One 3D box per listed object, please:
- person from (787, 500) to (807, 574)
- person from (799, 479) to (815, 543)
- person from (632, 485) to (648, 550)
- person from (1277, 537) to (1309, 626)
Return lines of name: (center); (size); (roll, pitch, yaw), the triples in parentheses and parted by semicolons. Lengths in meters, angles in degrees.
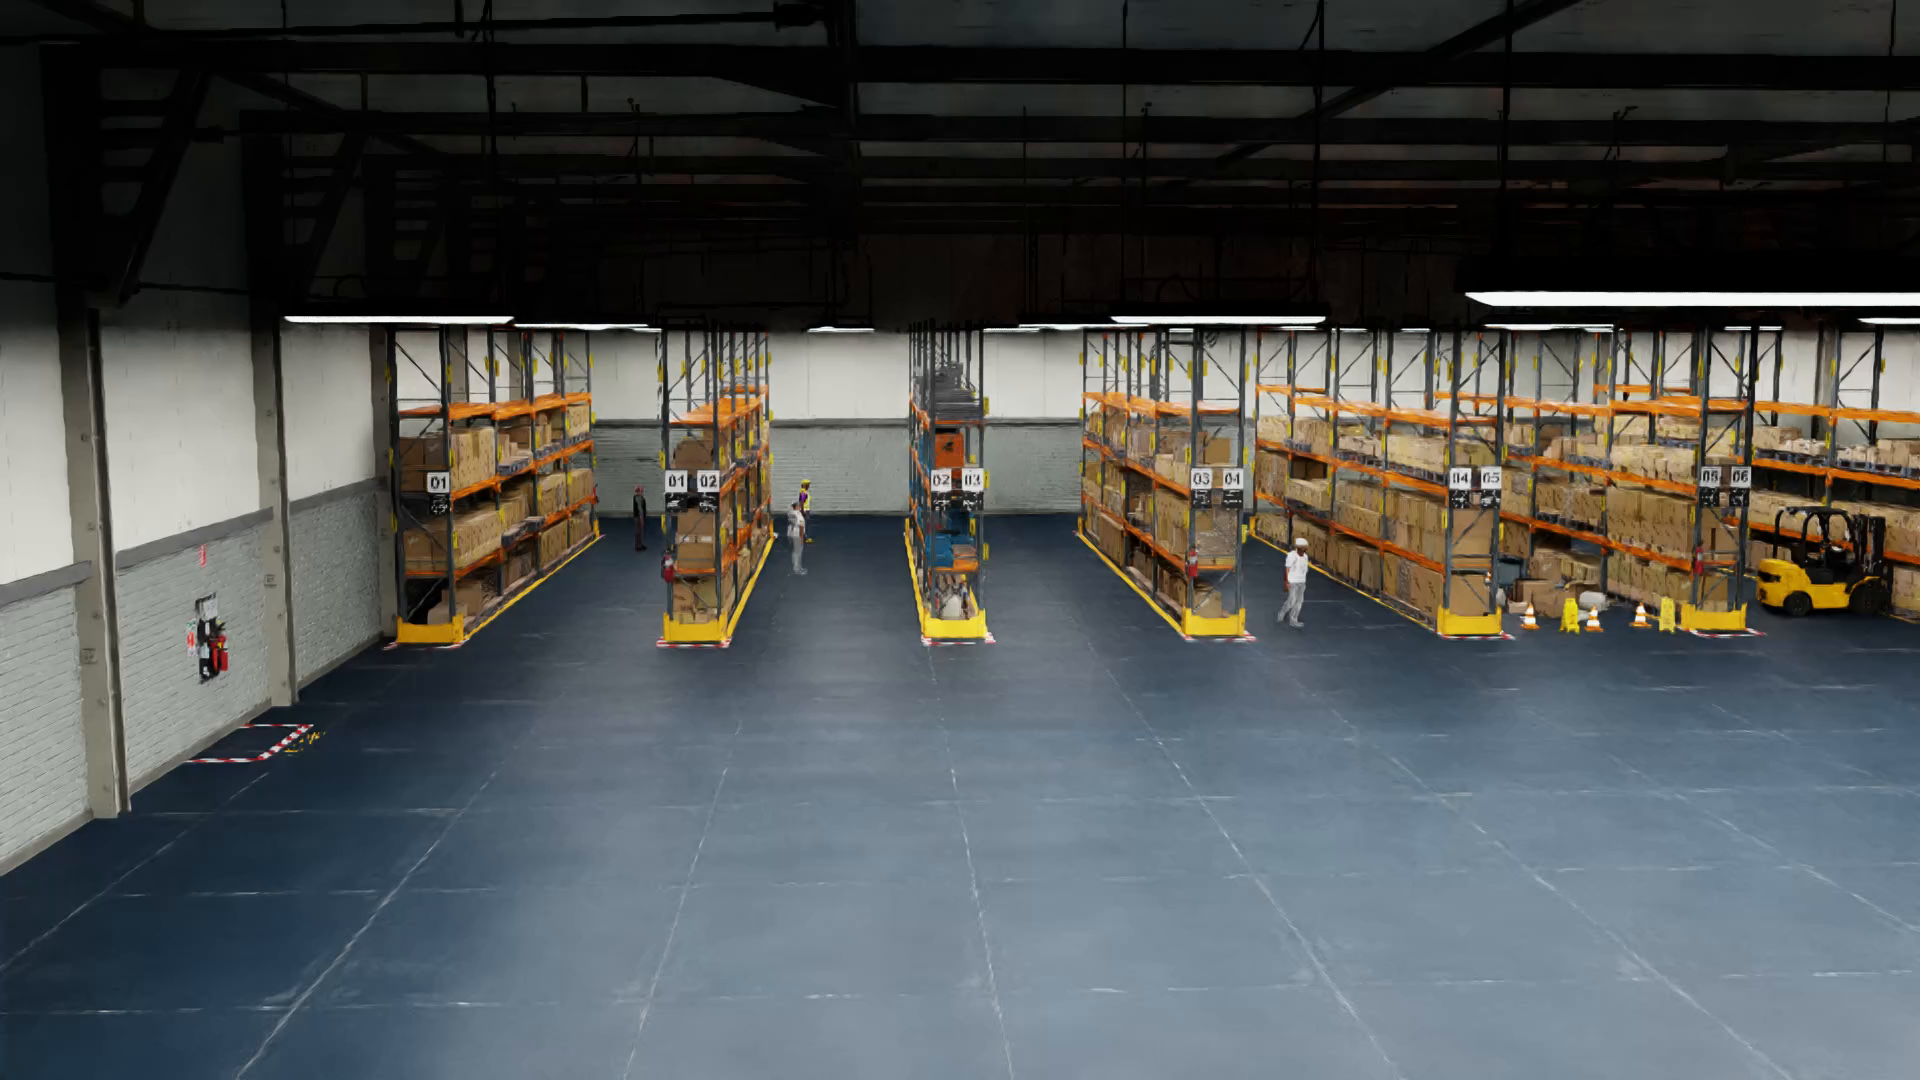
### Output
person: (-3.862, -0.081, 39.892); (0.521, 1.763, 0.597); (-5, 9, -37)
person: (-4.250, -0.802, 45.672); (0.477, 1.766, 0.642); (0, 7, 0)
person: (-8.495, -0.610, 44.211); (0.390, 1.723, 0.617); (-2, 7, -19)
person: (6.579, 0.814, 32.774); (0.615, 1.757, 0.577); (-6, 9, -38)
